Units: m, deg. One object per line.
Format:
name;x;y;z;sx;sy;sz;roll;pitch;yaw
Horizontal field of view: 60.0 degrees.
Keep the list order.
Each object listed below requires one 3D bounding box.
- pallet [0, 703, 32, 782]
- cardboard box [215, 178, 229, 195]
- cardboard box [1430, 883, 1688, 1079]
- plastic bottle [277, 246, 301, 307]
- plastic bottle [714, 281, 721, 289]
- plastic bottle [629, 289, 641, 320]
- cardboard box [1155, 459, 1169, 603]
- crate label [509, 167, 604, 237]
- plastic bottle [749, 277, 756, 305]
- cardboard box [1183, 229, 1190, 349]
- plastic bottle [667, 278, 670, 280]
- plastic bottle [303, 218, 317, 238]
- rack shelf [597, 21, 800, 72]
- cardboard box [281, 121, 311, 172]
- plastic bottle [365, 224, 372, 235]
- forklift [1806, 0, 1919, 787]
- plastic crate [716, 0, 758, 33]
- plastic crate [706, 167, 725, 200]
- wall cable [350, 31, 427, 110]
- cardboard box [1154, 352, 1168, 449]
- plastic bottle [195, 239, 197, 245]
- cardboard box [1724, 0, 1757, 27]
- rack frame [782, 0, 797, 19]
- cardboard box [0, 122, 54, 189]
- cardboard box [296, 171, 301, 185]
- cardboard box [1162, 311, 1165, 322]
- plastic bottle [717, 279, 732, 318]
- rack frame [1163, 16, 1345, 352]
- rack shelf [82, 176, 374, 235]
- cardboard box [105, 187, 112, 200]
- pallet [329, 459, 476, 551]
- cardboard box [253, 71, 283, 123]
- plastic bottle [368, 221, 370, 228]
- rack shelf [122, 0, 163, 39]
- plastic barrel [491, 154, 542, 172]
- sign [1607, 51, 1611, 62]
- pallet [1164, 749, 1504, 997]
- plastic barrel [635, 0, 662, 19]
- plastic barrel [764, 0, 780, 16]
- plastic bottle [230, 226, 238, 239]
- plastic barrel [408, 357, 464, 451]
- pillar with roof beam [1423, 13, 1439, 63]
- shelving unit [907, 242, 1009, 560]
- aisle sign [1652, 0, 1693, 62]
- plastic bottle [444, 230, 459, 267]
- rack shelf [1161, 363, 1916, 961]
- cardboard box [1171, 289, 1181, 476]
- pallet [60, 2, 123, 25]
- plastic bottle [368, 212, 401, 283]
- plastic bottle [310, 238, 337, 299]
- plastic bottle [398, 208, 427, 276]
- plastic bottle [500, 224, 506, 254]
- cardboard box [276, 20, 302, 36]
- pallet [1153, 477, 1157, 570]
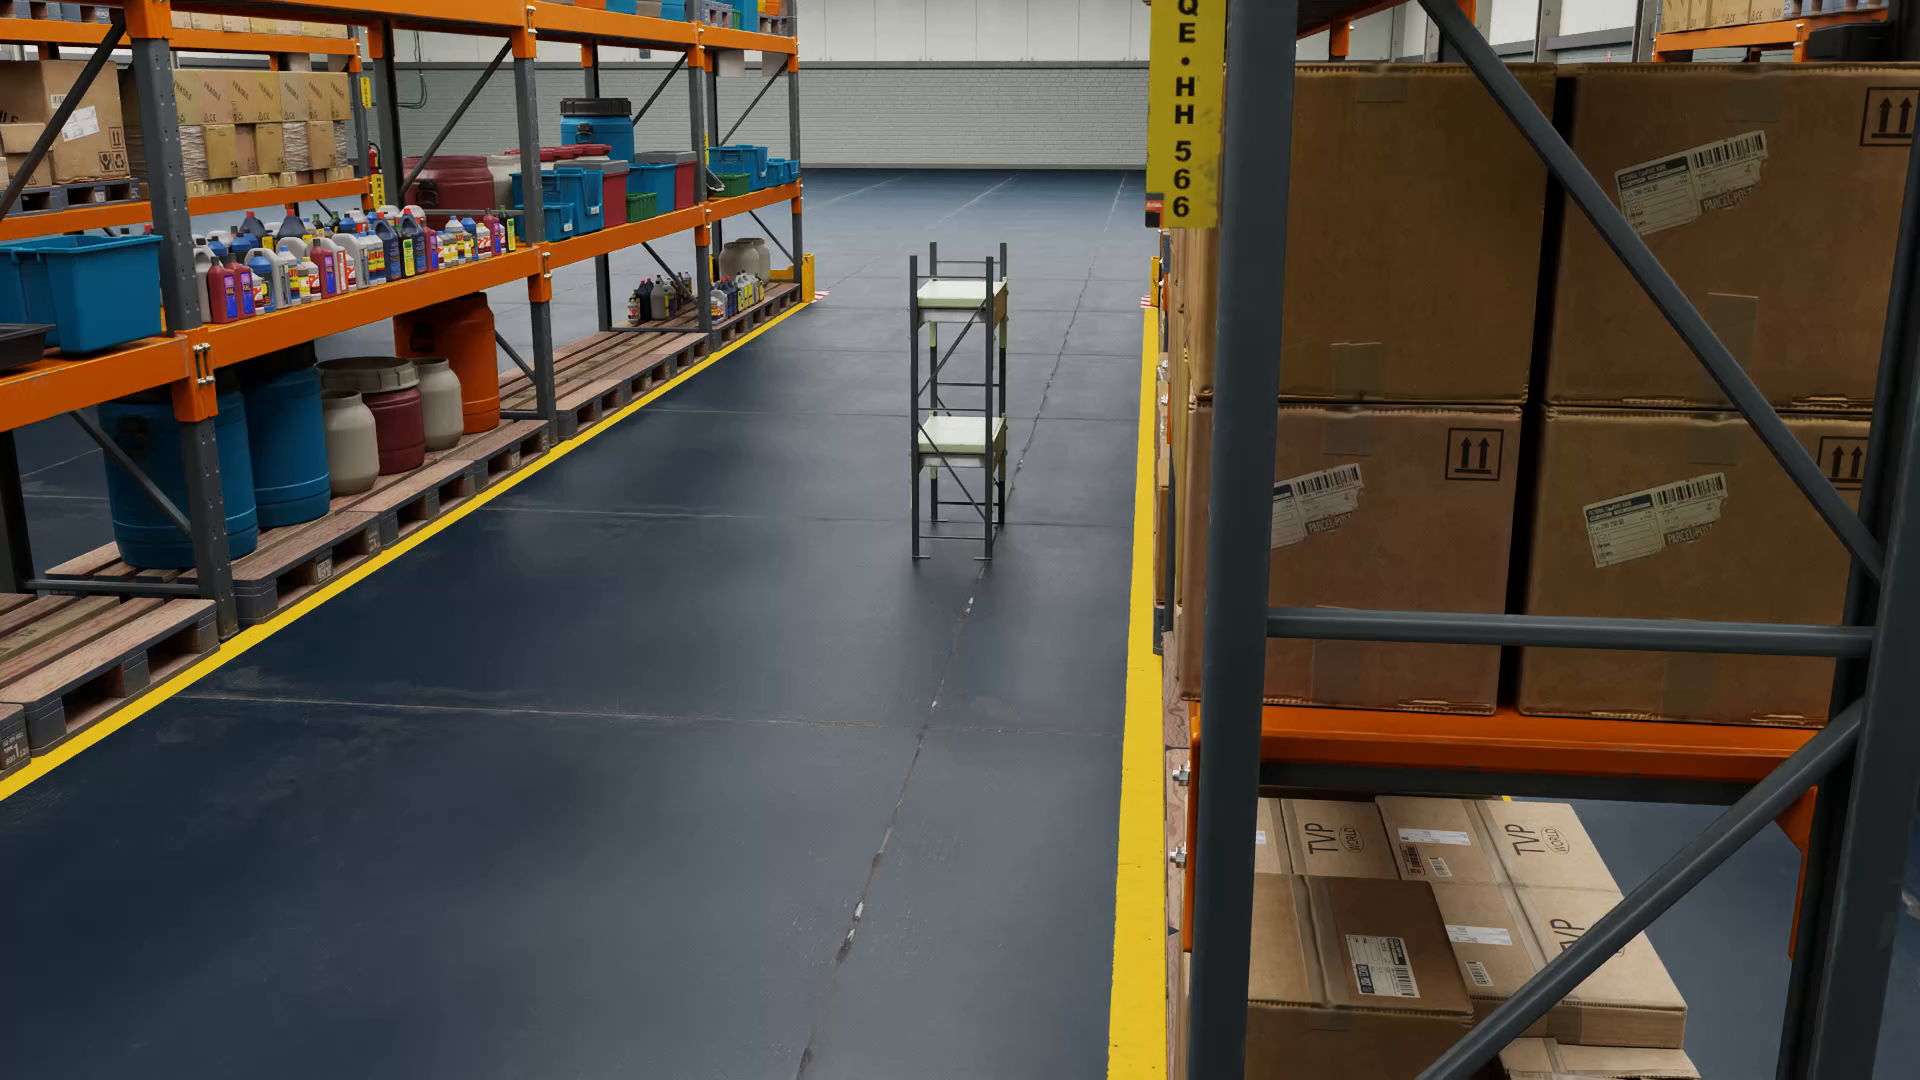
pallet;-3.791;0.811;5.260;1.003;0.211;1.213;2;15;6
cardboard box;-7.246;-3.386;15.920;0.380;0.149;0.250;2;15;6
cardboard box;1.258;0.992;3.671;0.500;0.250;0.500;2;15;6
plastic bottle;-3.099;-1.216;7.657;0.097;0.271;0.097;0;15;0
plastic bottle;-2.286;-2.371;16.060;0.152;0.276;0.135;2;15;6
plastic bottle;-2.982;-2.155;15.247;0.061;0.283;0.133;2;15;9
cardboard box;1.081;-0.040;7.009;0.500;0.500;0.500;2;15;6
crate label;-2.779;-2.349;11.534;0.502;0.435;0.616;2;15;6
plastic bottle;-2.100;-2.465;16.406;0.152;0.276;0.135;1;15;5
cardboard box;0.692;-0.646;3.197;0.500;0.500;0.500;2;15;8
plastic bottle;-2.845;-2.424;16.263;0.097;0.271;0.097;0;15;0
plastic bottle;-3.664;-1.674;9.351;0.097;0.271;0.097;0;15;0
rack shelf;-2.483;-4.739;16.073;1.077;0.370;4.000;2;15;6
cardboard box;-7.305;-4.091;17.284;0.875;0.500;0.500;2;15;6
plastic bottle;-3.456;-1.765;9.822;0.097;0.201;0.097;0;15;0
forklift;3.794;-0.901;6.379;1.130;2.935;3.031;5;16;17
plastic crate;-2.173;-5.094;16.038;0.392;0.384;0.575;2;15;6
plastic crate;-2.523;-3.222;14.949;0.767;0.338;0.504;2;15;6
wall cable;-17.901;-14.489;50.954;3.097;2.526;0.112;2;15;6
cardboard box;1.426;-0.831;9.936;0.500;0.500;0.500;2;15;9
plastic bottle;-3.664;-1.321;8.047;0.097;0.271;0.097;0;15;0
cardboard box;7.041;-4.748;14.496;0.500;0.500;0.500;1;15;4
rack frame;-2.257;-7.053;17.506;1.000;3.000;0.127;2;15;6
cardboard box;-7.734;-3.066;13.251;0.797;0.503;0.637;3;15;12
cardboard box;-7.131;-3.777;17.365;0.380;0.149;0.250;2;15;6
cardboard box;1.687;-1.490;11.816;0.500;0.311;0.500;2;15;6
plastic bottle;-2.205;-2.250;15.470;0.144;0.351;0.185;2;15;8
rack frame;1.761;-1.935;10.072;1.000;3.000;0.127;2;15;6
rack shelf;-7.404;-3.437;17.004;1.077;0.370;4.000;2;15;6
cardboard box;-7.898;-3.209;15.263;0.380;0.149;0.250;2;15;6
pallet;-3.348;-0.215;9.052;1.003;0.211;1.213;2;15;6
cardboard box;-7.170;-4.439;16.653;0.500;0.500;0.500;2;15;6
plastic bottle;-3.581;-1.829;10.060;0.097;0.201;0.097;0;15;0
rack shelf;-3.837;-1.627;4.563;1.077;0.370;4.000;2;15;6
plastic barrel;-3.209;-2.518;12.015;0.421;0.512;0.421;0;15;0
sign;9.460;-6.972;24.260;0.001;0.298;0.199;2;15;6
pallet;1.096;0.944;4.768;1.003;0.211;1.213;2;15;6
plastic barrel;-2.624;-4.502;12.857;0.600;0.901;0.600;0;15;0
plastic barrel;-2.186;-5.885;17.307;0.600;0.830;0.708;2;15;6
plastic bottle;-3.768;-1.482;8.620;0.061;0.283;0.133;2;15;6
plastic barrel;-3.173;-0.807;9.863;0.421;0.512;0.421;0;15;0
pillar with roof beam;6.797;-12.906;39.150;9.100;9.000;0.400;2;15;6
shelving unit;0.001;-0.726;8.473;0.431;1.500;0.755;2;15;6
aisle sign;7.296;-5.148;16.972;0.394;0.787;0.004;2;15;6
plastic bottle;-2.894;-1.653;9.410;0.097;0.201;0.097;0;15;0
rack shelf;1.084;-0.032;4.411;1.077;0.370;4.000;2;15;6
cardboard box;0.812;-0.427;4.305;0.500;0.500;0.500;1;15;5
pallet;-7.806;-4.466;14.044;1.213;0.211;1.003;2;15;6
plastic bottle;-3.006;-1.522;8.638;0.144;0.351;0.185;2;15;6
plastic bottle;-3.046;-1.301;7.951;0.061;0.283;0.133;2;15;6
plastic bottle;-2.970;-1.604;8.943;0.144;0.351;0.185;2;15;6
plastic bottle;-2.813;-1.839;10.098;0.097;0.201;0.097;0;15;0
cardboard box;-7.100;-5.284;16.997;0.500;0.250;0.500;2;15;7
pallet;1.499;-0.081;8.558;1.003;0.211;1.213;2;15;6
